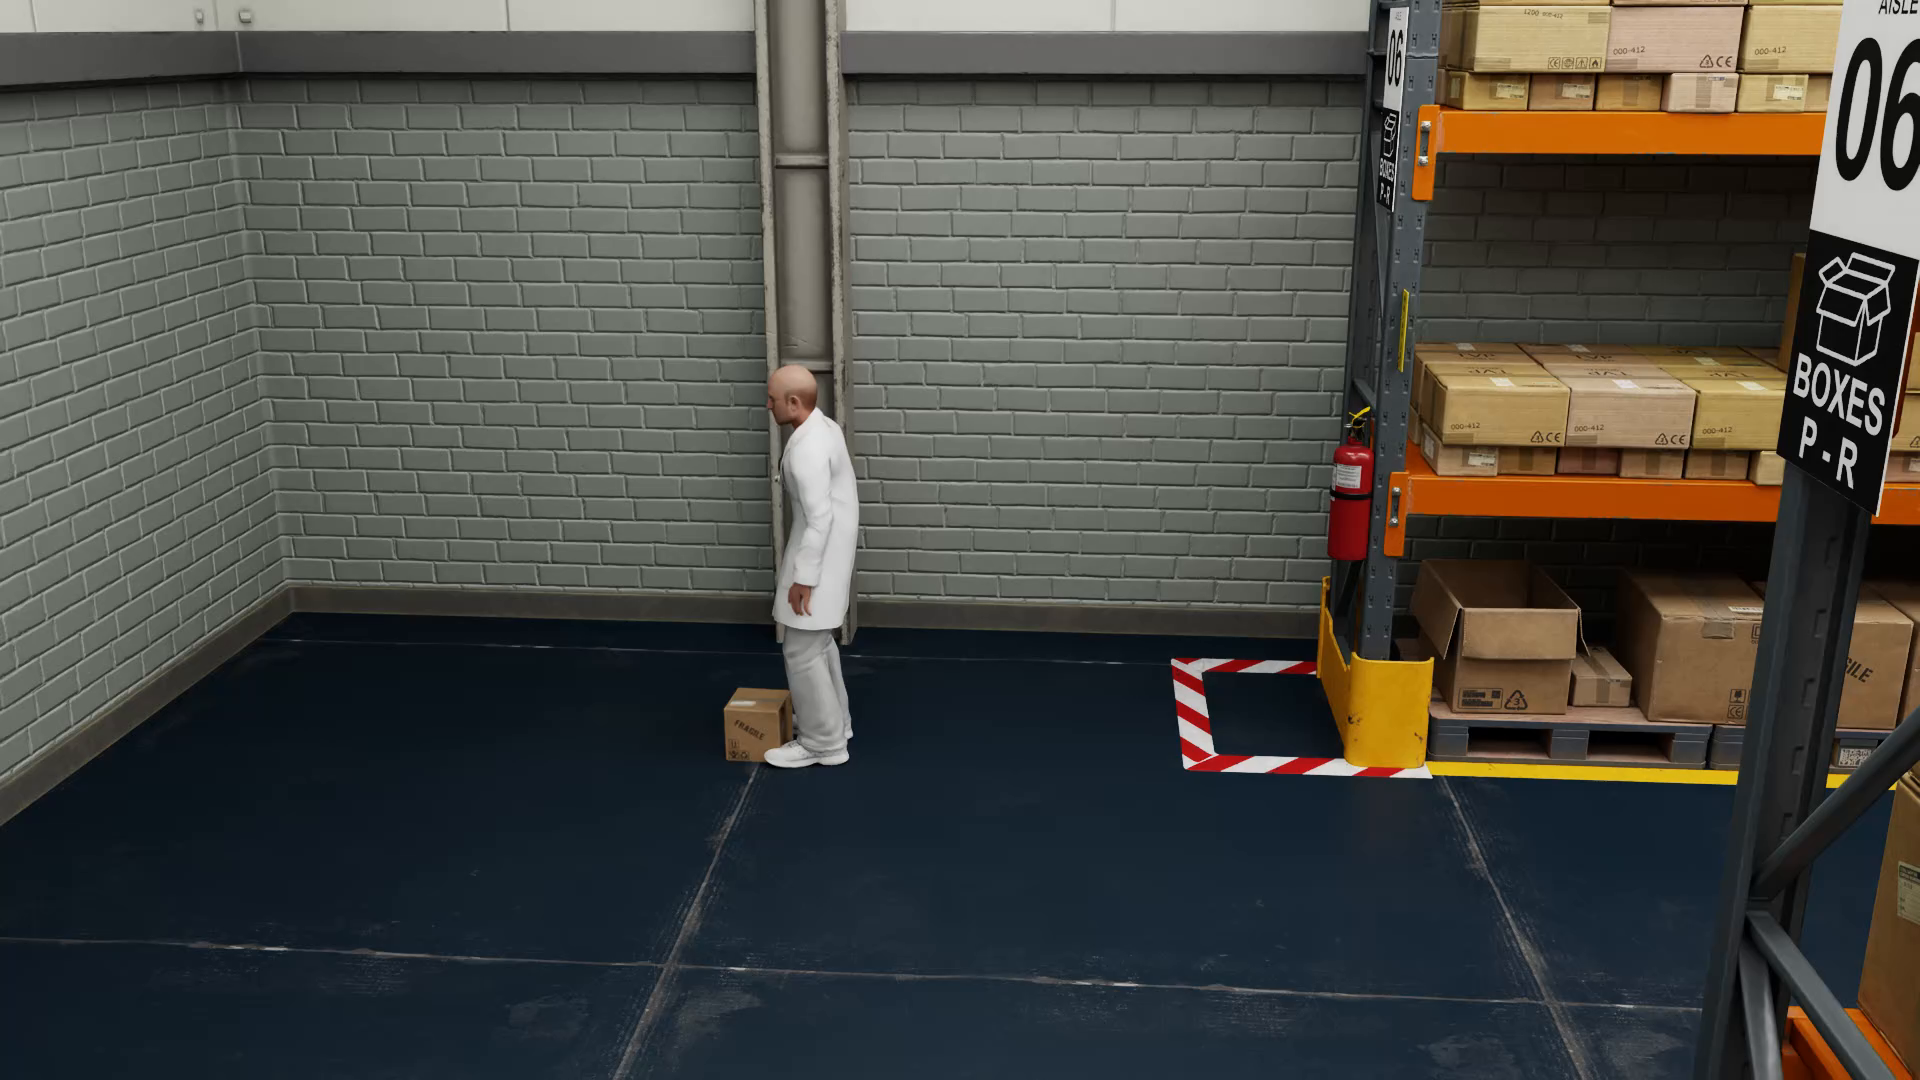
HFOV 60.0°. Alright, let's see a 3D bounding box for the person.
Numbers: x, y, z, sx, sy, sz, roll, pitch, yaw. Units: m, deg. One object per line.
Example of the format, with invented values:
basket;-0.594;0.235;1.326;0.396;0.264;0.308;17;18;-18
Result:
person;-0.653;0.108;7.224;0.415;1.774;0.654;1;17;3
